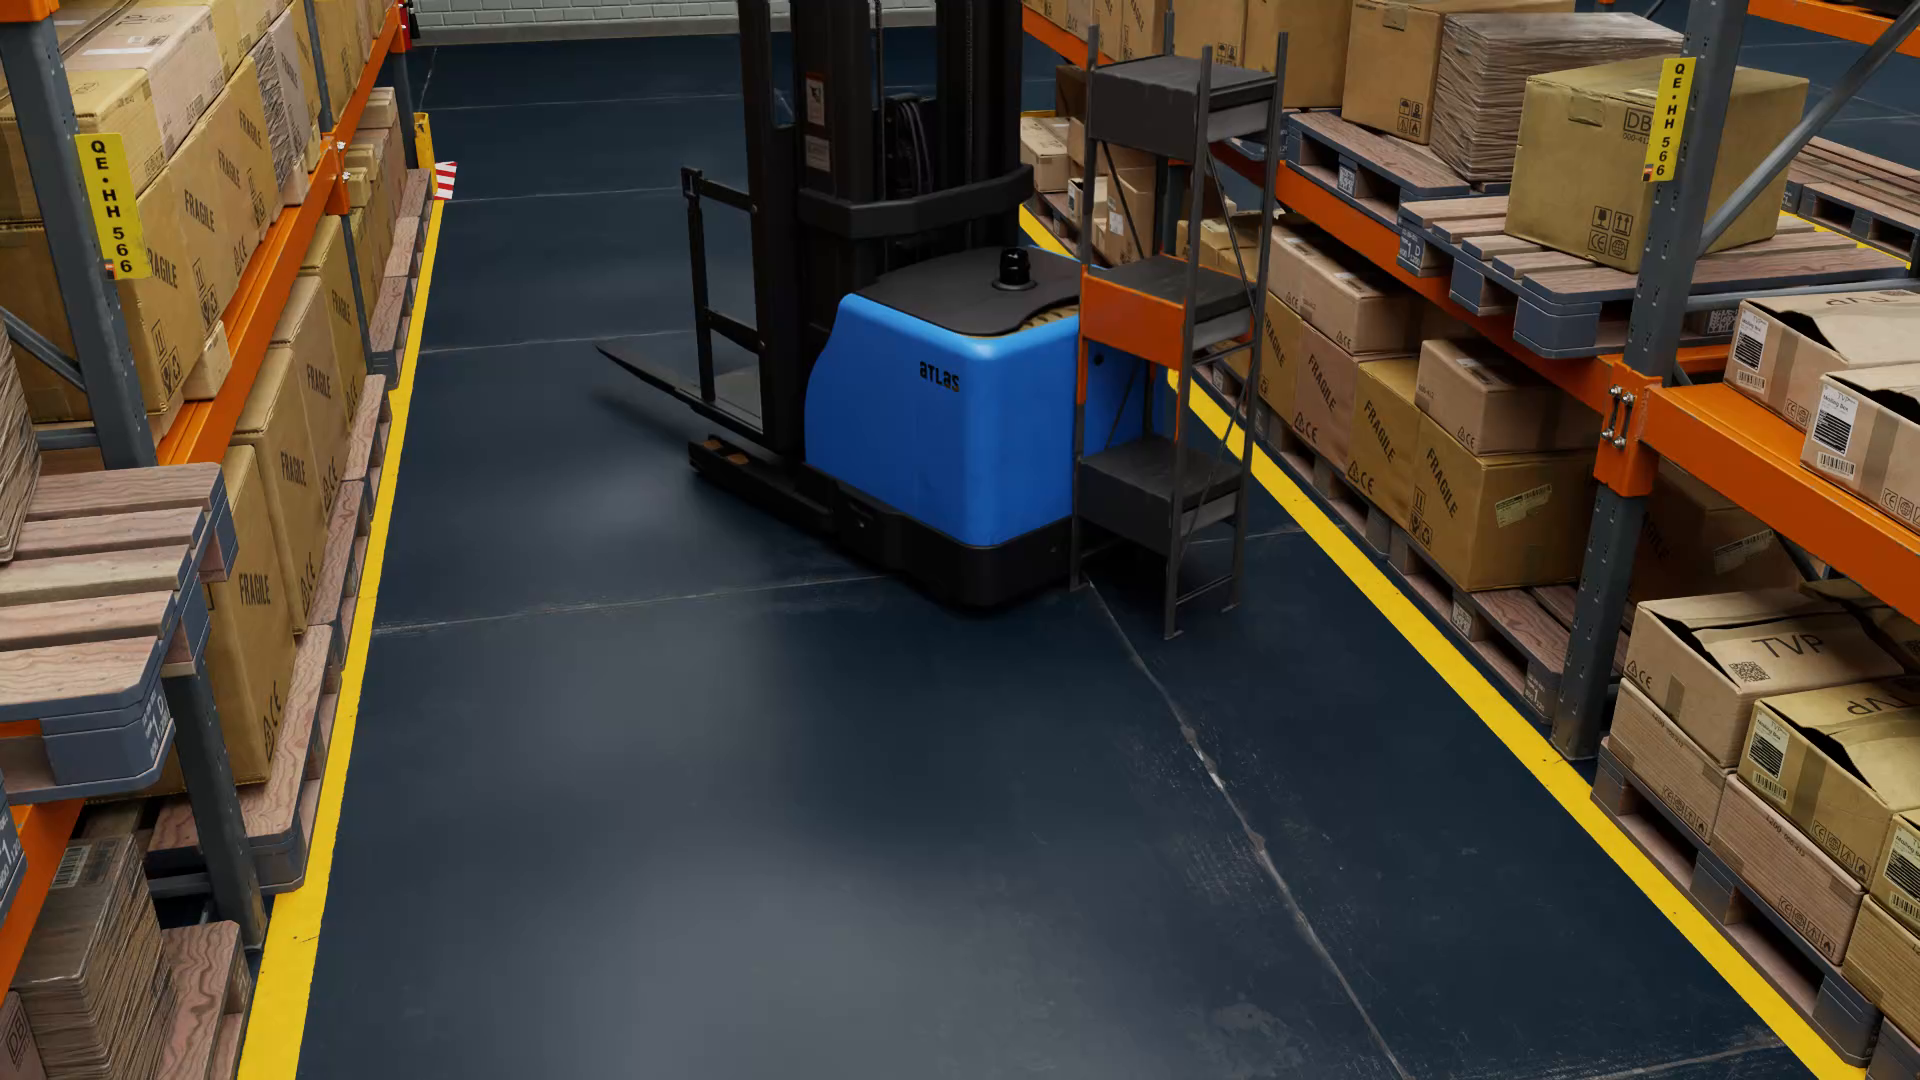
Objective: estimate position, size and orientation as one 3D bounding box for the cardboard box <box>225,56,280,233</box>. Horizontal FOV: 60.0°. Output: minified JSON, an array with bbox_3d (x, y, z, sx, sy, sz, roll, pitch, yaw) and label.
[{"bbox_3d":[-2.606,-1.297,5.527,0.500,0.500,0.500,-5,27,-10],"label":"cardboard box"}]

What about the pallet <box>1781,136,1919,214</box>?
[{"bbox_3d":[5.867,-2.567,11.602,1.003,0.211,1.213,-6,27,-12],"label":"pallet"}]

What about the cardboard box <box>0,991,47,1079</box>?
[{"bbox_3d":[-2.186,1.274,3.183,0.700,0.500,0.500,-6,27,-12],"label":"cardboard box"}]

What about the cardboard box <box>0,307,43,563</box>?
[{"bbox_3d":[-2.286,-0.230,3.278,0.700,0.500,0.500,-9,28,-18],"label":"cardboard box"}]

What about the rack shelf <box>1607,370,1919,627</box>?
[{"bbox_3d":[2.875,0.500,3.229,1.077,0.370,4.000,-6,27,-12],"label":"rack shelf"}]

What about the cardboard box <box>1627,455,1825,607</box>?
[{"bbox_3d":[2.600,-0.008,5.724,0.500,0.500,0.500,-5,27,-9],"label":"cardboard box"}]

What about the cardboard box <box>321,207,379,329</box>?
[{"bbox_3d":[-3.372,-1.361,8.425,0.700,0.500,0.500,-6,27,-11],"label":"cardboard box"}]

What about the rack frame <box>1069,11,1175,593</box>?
[{"bbox_3d":[0.573,-0.795,5.995,0.400,2.100,0.015,-22,34,-36],"label":"rack frame"}]

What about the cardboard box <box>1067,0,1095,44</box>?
[{"bbox_3d":[0.924,-3.145,9.540,0.500,0.500,0.500,-5,27,-10],"label":"cardboard box"}]

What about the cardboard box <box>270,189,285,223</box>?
[{"bbox_3d":[-2.749,-1.277,6.207,0.380,0.149,0.250,-6,27,-12],"label":"cardboard box"}]

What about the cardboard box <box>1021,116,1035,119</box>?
[{"bbox_3d":[0.381,-2.916,11.874,0.380,0.149,0.250,-6,27,-12],"label":"cardboard box"}]

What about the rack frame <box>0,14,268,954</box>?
[{"bbox_3d":[-2.402,-0.194,3.806,1.000,3.000,0.127,-6,27,-12],"label":"rack frame"}]

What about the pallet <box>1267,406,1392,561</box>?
[{"bbox_3d":[2.021,-0.320,7.150,1.003,0.211,1.213,-6,27,-12],"label":"pallet"}]

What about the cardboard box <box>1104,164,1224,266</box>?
[{"bbox_3d":[1.118,-1.757,9.188,0.500,0.500,0.500,-6,27,-12],"label":"cardboard box"}]

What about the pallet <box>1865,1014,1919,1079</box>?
[{"bbox_3d":[2.843,1.446,3.651,1.003,0.211,1.213,-6,27,-12],"label":"pallet"}]

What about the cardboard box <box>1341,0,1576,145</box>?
[{"bbox_3d":[1.981,-1.918,6.644,0.700,0.500,0.500,-13,30,-25],"label":"cardboard box"}]

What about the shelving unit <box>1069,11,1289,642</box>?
[{"bbox_3d":[0.734,-0.712,5.831,0.431,2.100,0.503,-22,34,-36],"label":"shelving unit"}]

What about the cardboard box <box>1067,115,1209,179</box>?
[{"bbox_3d":[1.094,-2.361,10.381,0.797,0.503,0.637,-6,27,-12],"label":"cardboard box"}]

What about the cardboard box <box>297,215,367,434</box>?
[{"bbox_3d":[-3.030,-0.906,7.136,0.750,0.750,0.750,-6,27,-11],"label":"cardboard box"}]

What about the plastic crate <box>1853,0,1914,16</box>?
[{"bbox_3d":[5.835,-3.324,10.246,0.437,0.125,0.590,-6,27,-12],"label":"plastic crate"}]

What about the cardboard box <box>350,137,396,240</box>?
[{"bbox_3d":[-3.722,-2.040,9.772,0.700,0.500,0.500,-7,28,-13],"label":"cardboard box"}]

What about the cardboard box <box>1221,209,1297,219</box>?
[{"bbox_3d":[1.639,-1.657,9.200,0.500,0.311,0.500,-6,27,-12],"label":"cardboard box"}]

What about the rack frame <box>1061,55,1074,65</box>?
[{"bbox_3d":[0.621,-4.211,11.764,1.000,3.000,0.127,-6,27,-12],"label":"rack frame"}]

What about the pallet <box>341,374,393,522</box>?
[{"bbox_3d":[-3.056,-0.374,7.258,1.003,0.211,1.213,-6,27,-12],"label":"pallet"}]

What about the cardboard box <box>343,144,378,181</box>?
[{"bbox_3d":[-3.389,-2.048,9.067,0.380,0.149,0.250,-7,28,-13],"label":"cardboard box"}]

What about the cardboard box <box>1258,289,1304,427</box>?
[{"bbox_3d":[1.630,-0.845,7.382,0.500,0.500,0.500,-6,27,-11],"label":"cardboard box"}]

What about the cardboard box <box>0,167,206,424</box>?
[{"bbox_3d":[-2.262,-0.620,4.186,0.500,0.500,0.500,-5,27,-10],"label":"cardboard box"}]

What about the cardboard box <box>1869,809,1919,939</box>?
[{"bbox_3d":[2.495,0.804,3.791,0.500,0.311,0.500,-7,28,-13],"label":"cardboard box"}]

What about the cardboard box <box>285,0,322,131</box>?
[{"bbox_3d":[-2.953,-1.960,6.840,0.500,0.500,0.500,-6,27,-12],"label":"cardboard box"}]

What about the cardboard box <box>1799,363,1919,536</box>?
[{"bbox_3d":[2.437,-0.247,4.009,0.500,0.311,0.500,-6,27,-12],"label":"cardboard box"}]

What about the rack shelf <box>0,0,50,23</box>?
[{"bbox_3d":[-1.951,-0.334,1.553,1.077,0.370,4.000,-6,27,-12],"label":"rack shelf"}]

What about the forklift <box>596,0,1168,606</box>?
[{"bbox_3d":[-0.535,-1.649,6.764,1.130,2.935,3.031,-22,34,-36],"label":"forklift"}]

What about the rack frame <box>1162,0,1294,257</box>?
[{"bbox_3d":[1.522,-2.455,8.285,1.000,3.000,0.127,-6,27,-12],"label":"rack frame"}]

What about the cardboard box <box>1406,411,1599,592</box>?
[{"bbox_3d":[1.984,-0.166,6.036,0.500,0.500,0.500,-5,27,-10],"label":"cardboard box"}]

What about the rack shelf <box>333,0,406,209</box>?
[{"bbox_3d":[-3.754,-2.507,9.187,1.077,0.370,4.000,-6,27,-12],"label":"rack shelf"}]

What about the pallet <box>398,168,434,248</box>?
[{"bbox_3d":[-3.948,-2.118,10.713,1.003,0.211,1.213,-6,27,-12],"label":"pallet"}]

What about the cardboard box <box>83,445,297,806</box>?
[{"bbox_3d":[-2.439,0.242,4.862,0.750,0.750,0.750,-6,27,-12],"label":"cardboard box"}]

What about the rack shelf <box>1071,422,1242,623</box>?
[{"bbox_3d":[0.734,-0.075,6.153,0.431,0.518,0.480,-22,34,-36],"label":"rack shelf"}]

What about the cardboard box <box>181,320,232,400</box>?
[{"bbox_3d":[-2.276,-0.496,4.660,0.380,0.149,0.250,-5,27,-10],"label":"cardboard box"}]

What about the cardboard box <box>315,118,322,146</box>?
[{"bbox_3d":[-2.951,-1.727,7.100,0.380,0.149,0.250,-6,27,-11],"label":"cardboard box"}]

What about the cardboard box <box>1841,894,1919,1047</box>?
[{"bbox_3d":[2.493,1.049,3.928,0.500,0.250,0.500,-7,28,-13],"label":"cardboard box"}]

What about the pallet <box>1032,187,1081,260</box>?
[{"bbox_3d":[1.090,-2.048,10.574,1.003,0.211,1.213,-6,27,-12],"label":"pallet"}]

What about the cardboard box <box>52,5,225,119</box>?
[{"bbox_3d":[-2.491,-1.396,4.891,0.500,0.250,0.500,-6,27,-11],"label":"cardboard box"}]

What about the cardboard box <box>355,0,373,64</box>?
[{"bbox_3d":[-3.742,-2.964,8.960,0.980,0.700,0.700,-7,28,-14],"label":"cardboard box"}]

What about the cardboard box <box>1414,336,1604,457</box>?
[{"bbox_3d":[1.968,-0.525,5.916,0.500,0.250,0.500,-5,27,-10],"label":"cardboard box"}]

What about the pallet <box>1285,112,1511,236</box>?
[{"bbox_3d":[1.981,-1.467,6.540,1.003,0.211,1.213,-6,27,-12],"label":"pallet"}]
